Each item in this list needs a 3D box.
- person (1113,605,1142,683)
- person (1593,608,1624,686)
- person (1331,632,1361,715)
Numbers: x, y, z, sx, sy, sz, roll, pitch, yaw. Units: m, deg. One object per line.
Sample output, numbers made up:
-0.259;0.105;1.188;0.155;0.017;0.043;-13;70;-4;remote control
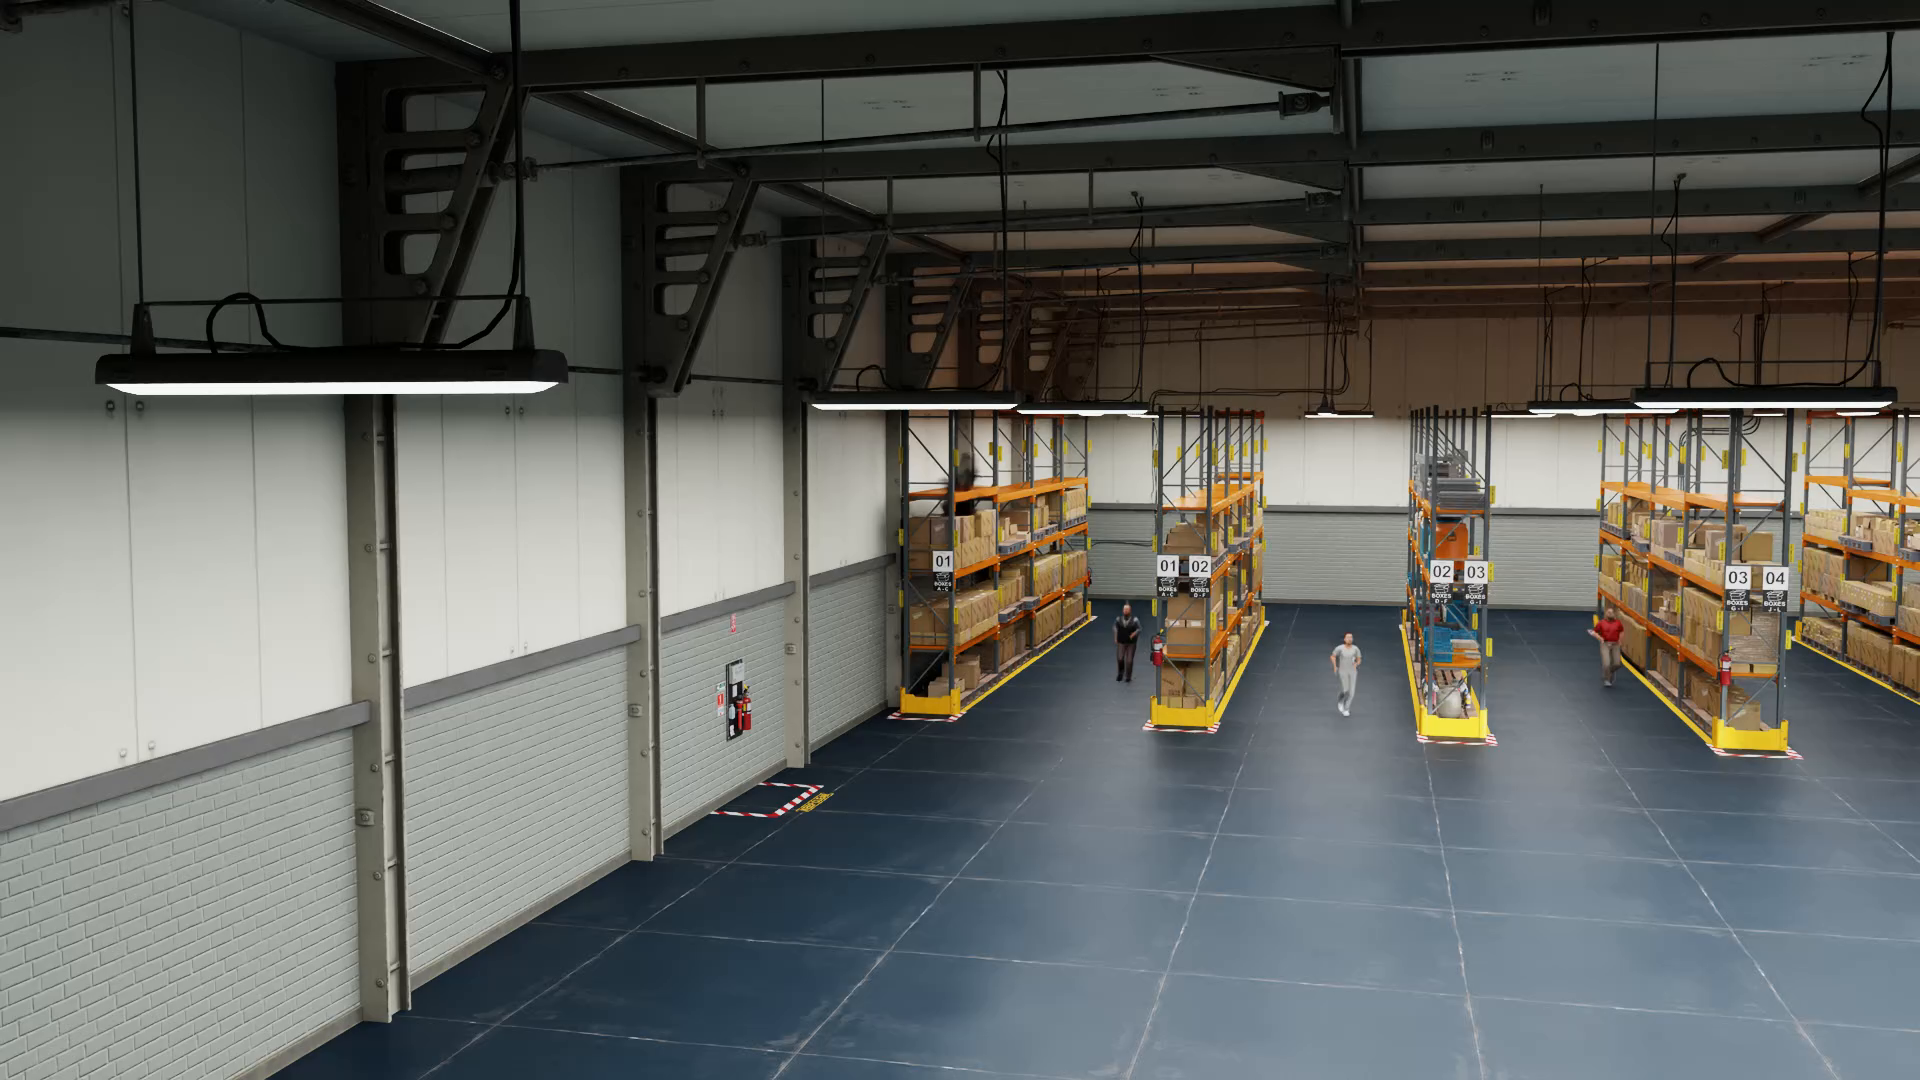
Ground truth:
3.637;2.271;36.231;0.661;1.708;0.677;1;4;11;person
14.015;2.309;35.879;0.659;1.674;0.600;1;4;8;person
7.498;2.593;32.169;0.550;1.629;0.565;0;4;-2;person
